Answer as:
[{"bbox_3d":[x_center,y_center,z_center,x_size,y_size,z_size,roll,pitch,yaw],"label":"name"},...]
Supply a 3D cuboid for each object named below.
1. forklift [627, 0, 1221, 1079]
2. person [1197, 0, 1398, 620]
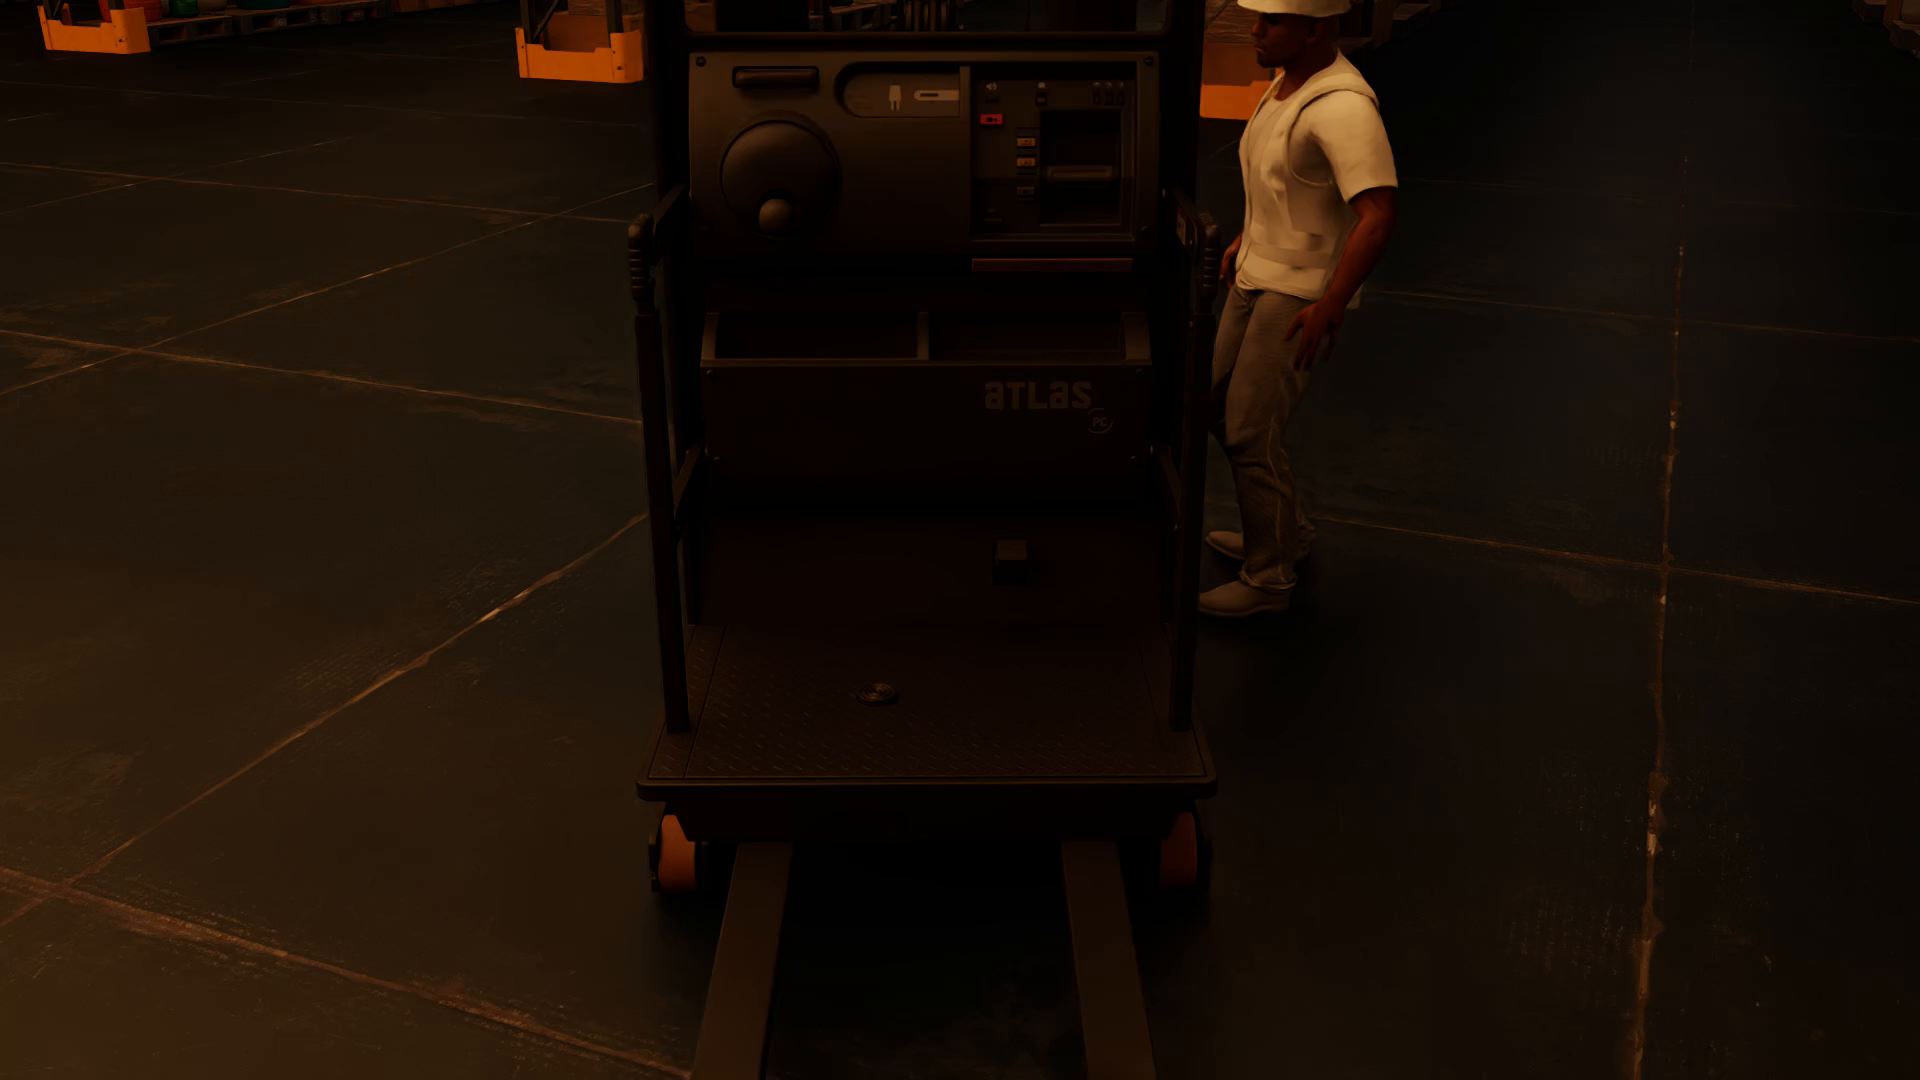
[{"bbox_3d":[-0.065,-0.755,3.098,1.130,2.935,3.031,0,23,-1],"label":"forklift"},{"bbox_3d":[0.842,-0.686,4.522,0.476,1.728,0.875,-2,23,-5],"label":"person"}]
